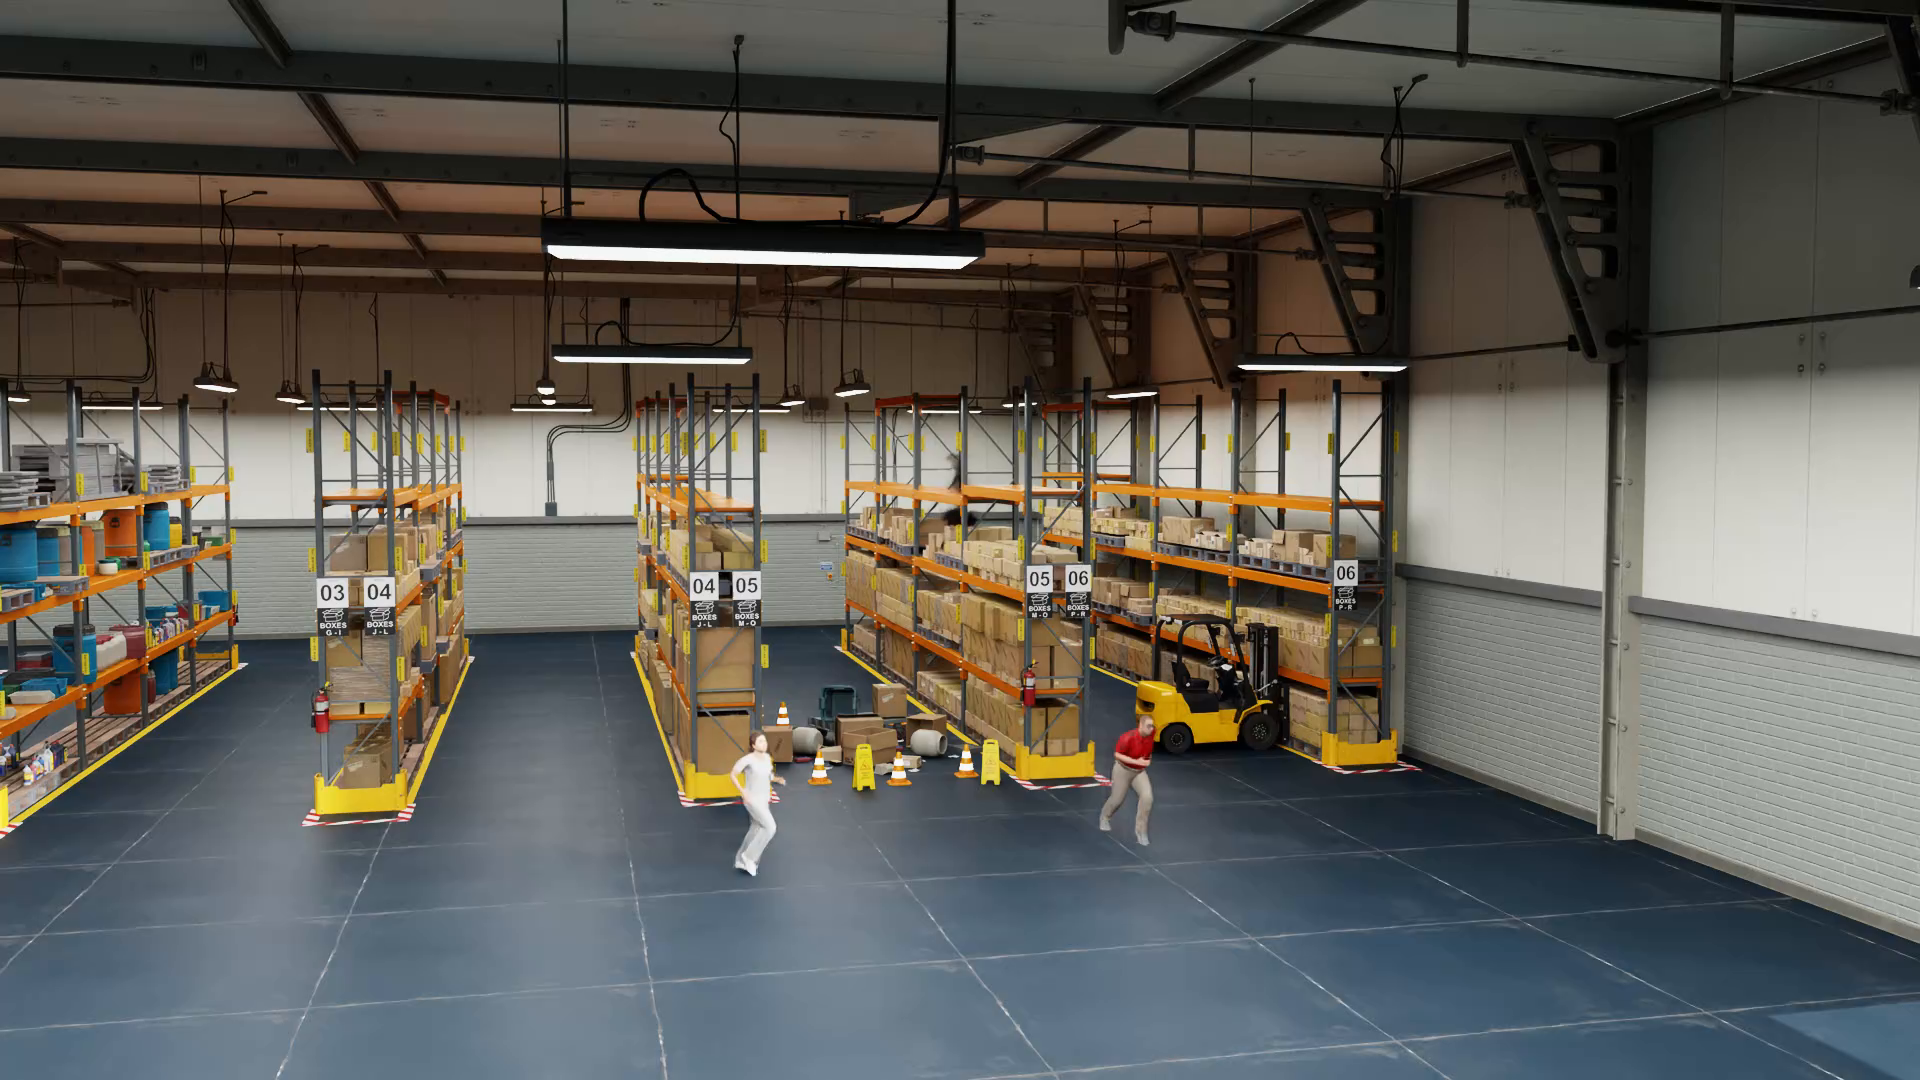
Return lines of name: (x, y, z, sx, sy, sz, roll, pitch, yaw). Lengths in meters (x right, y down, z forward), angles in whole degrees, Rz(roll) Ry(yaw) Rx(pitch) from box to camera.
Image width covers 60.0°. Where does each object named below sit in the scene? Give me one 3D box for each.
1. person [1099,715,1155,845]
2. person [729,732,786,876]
person: (2.133, 3.007, 21.061, 0.707, 1.696, 1.017, -2, 4, -33)
person: (-2.334, 3.058, 19.358, 0.651, 1.660, 0.542, 2, 4, 28)
